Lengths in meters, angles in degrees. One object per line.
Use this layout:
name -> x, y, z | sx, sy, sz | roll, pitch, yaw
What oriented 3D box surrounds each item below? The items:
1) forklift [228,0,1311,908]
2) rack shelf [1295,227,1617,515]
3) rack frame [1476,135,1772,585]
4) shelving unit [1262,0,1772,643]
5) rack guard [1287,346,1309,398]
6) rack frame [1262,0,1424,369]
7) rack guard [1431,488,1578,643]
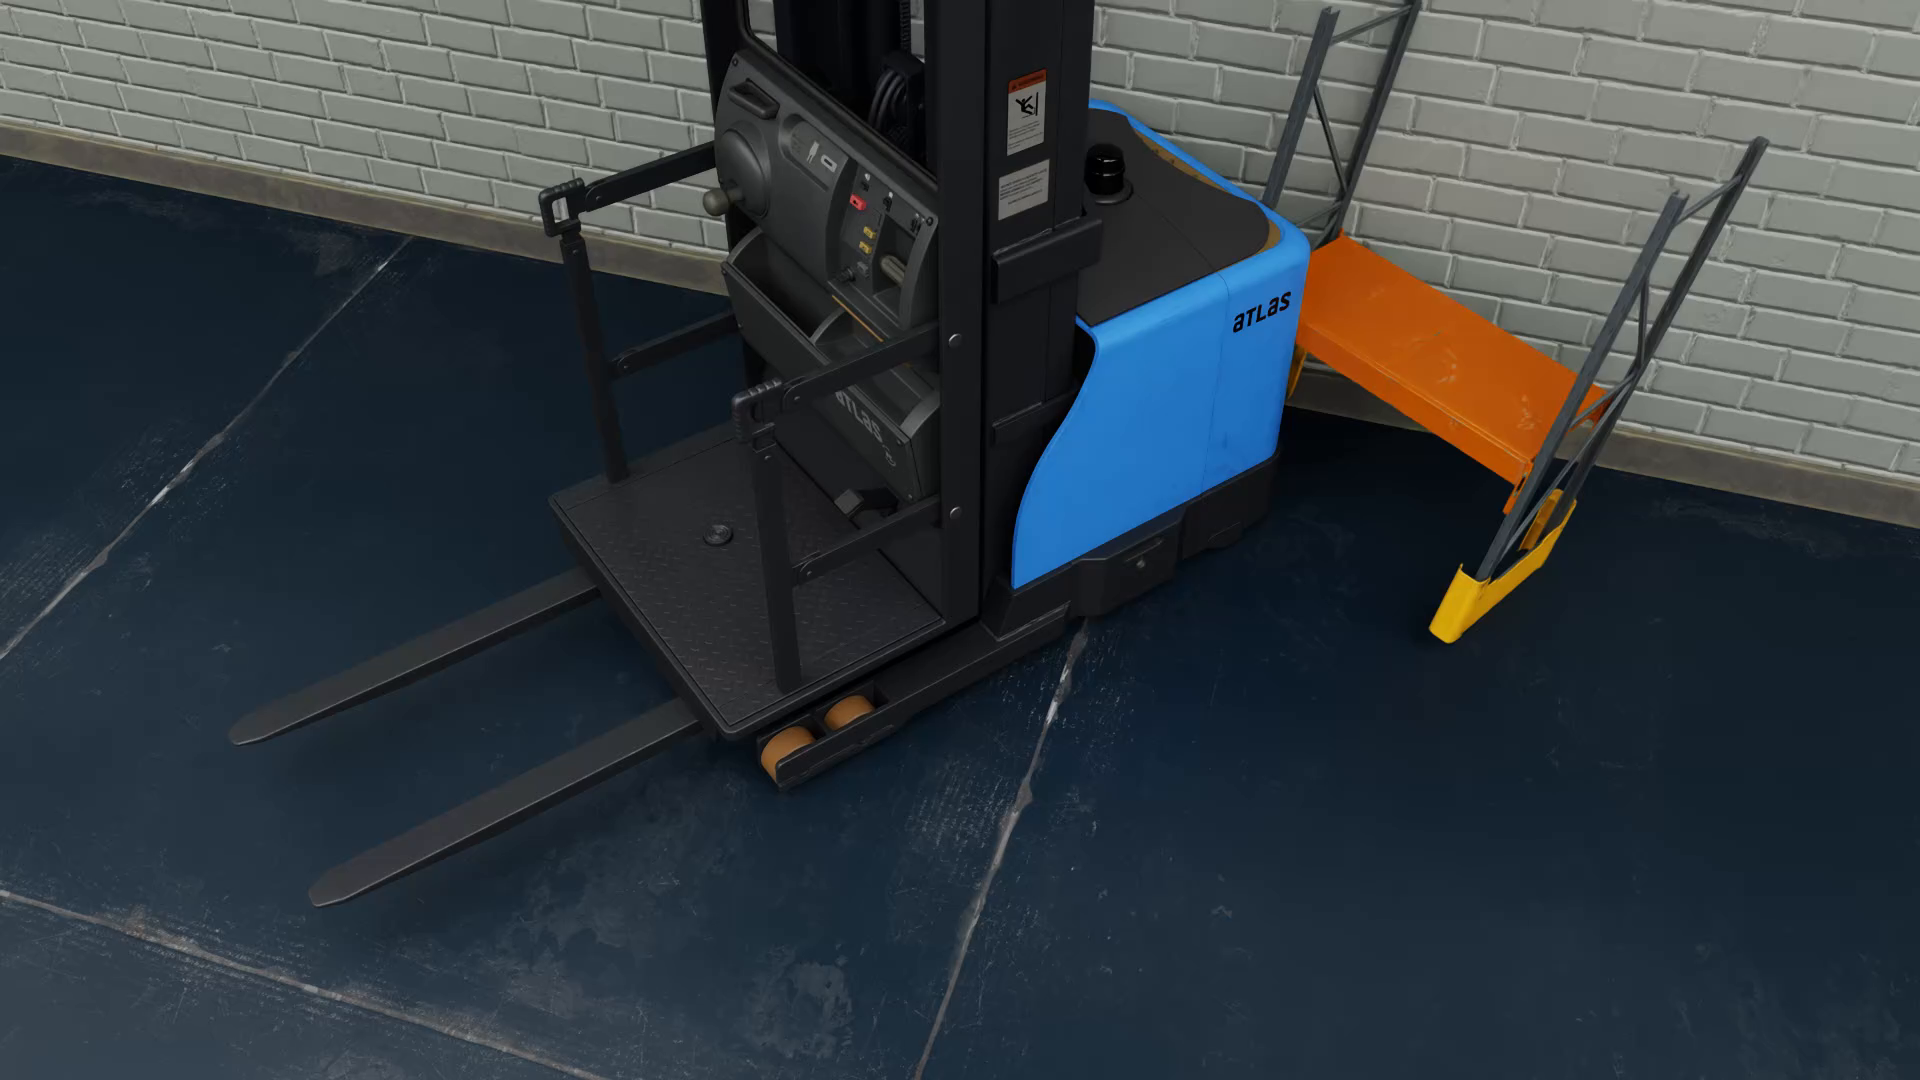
forklift -> -0.512, -0.797, 3.968 | 3.031, 2.935, 1.130 | -26, 50, -24
rack shelf -> 1.347, -0.521, 4.862 | 1.000, 0.185, 0.538 | 38, 49, 26
rack frame -> 1.732, -0.364, 4.519 | 0.032, 1.500, 0.500 | 38, 49, 26
shelving unit -> 1.367, -0.654, 4.743 | 1.083, 1.500, 0.587 | 38, 49, 26
rack guard -> 0.922, -0.486, 5.386 | 0.087, 0.250, 0.587 | 38, 49, 26
rack frame -> 1.015, -0.934, 4.960 | 0.032, 1.500, 0.500 | 38, 49, 26
rack guard -> 1.625, 0.072, 4.955 | 0.087, 0.250, 0.587 | 38, 49, 26
